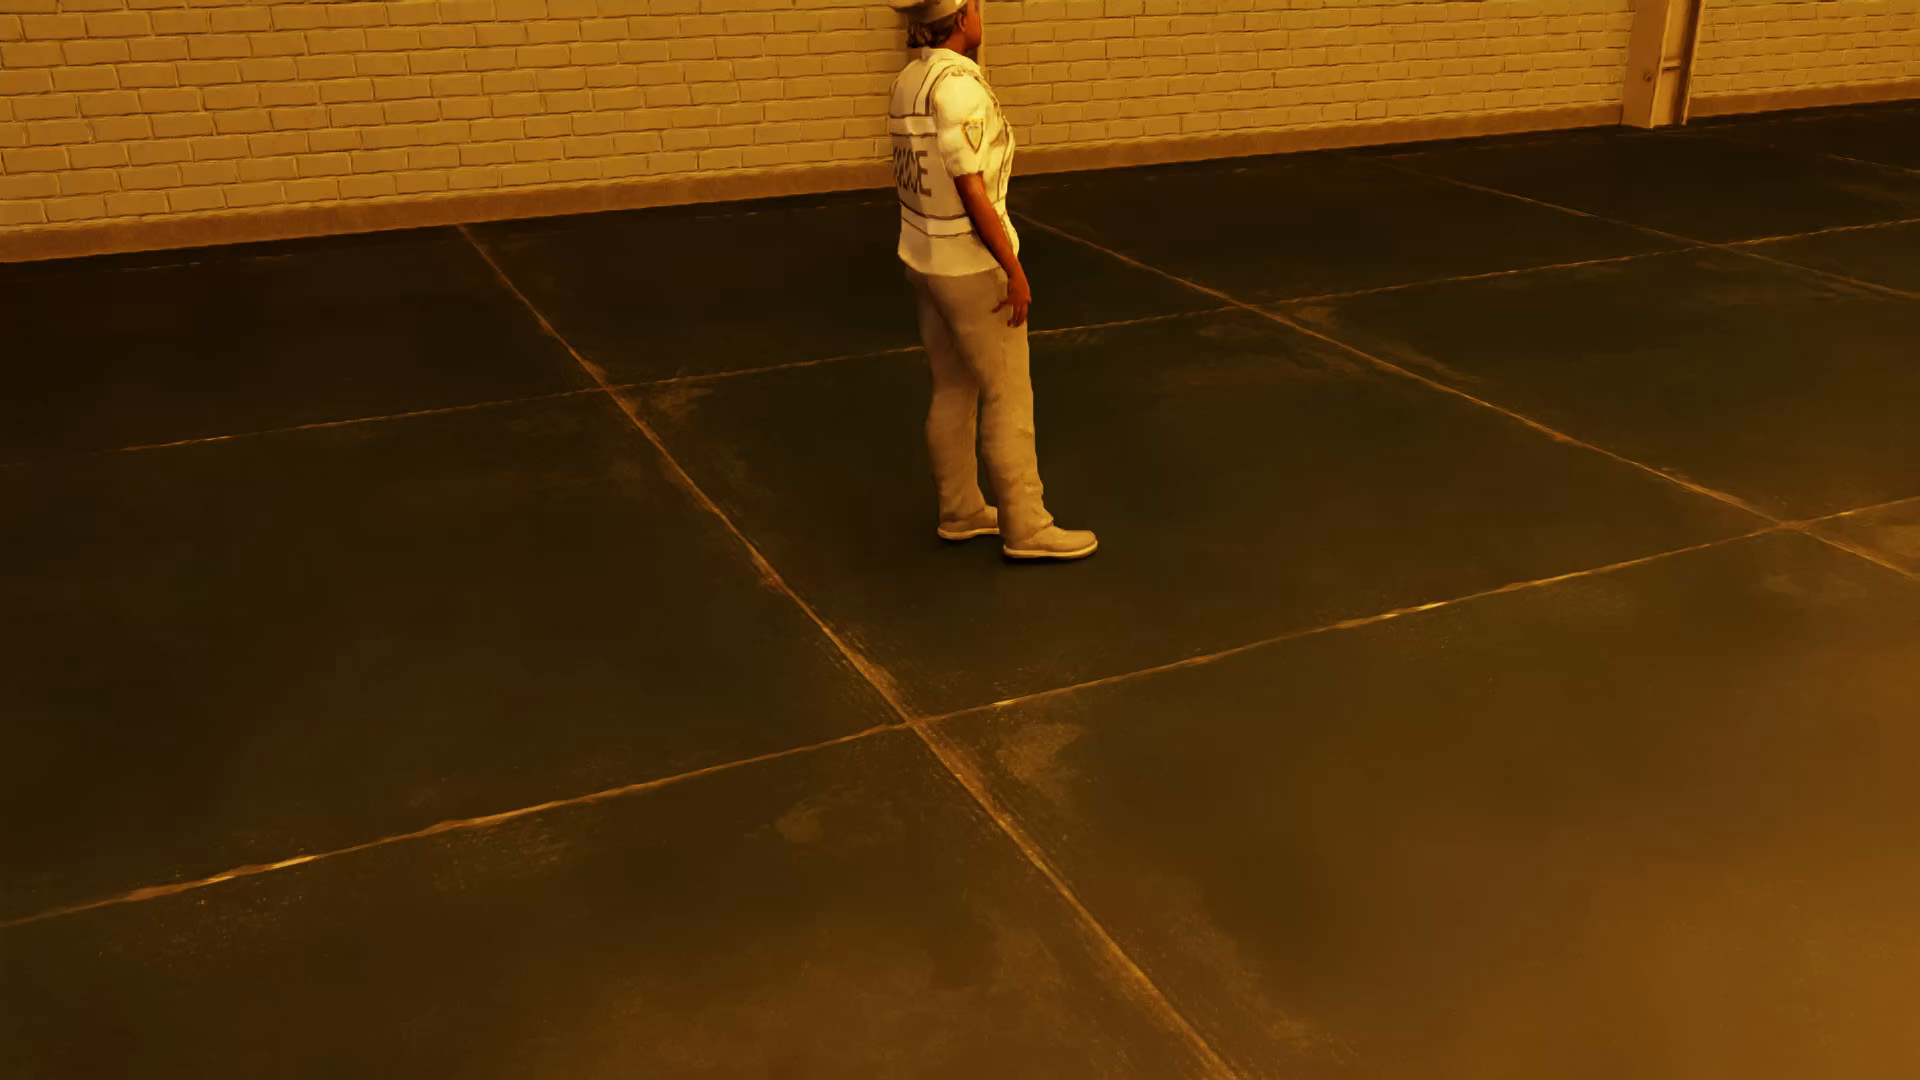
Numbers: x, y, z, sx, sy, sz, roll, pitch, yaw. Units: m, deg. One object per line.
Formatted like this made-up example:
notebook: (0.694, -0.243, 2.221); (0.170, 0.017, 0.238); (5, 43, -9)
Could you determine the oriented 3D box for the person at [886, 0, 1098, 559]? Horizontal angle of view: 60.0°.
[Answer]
person: (0.076, -0.793, 4.792); (0.529, 1.691, 0.570); (-10, 25, -23)
